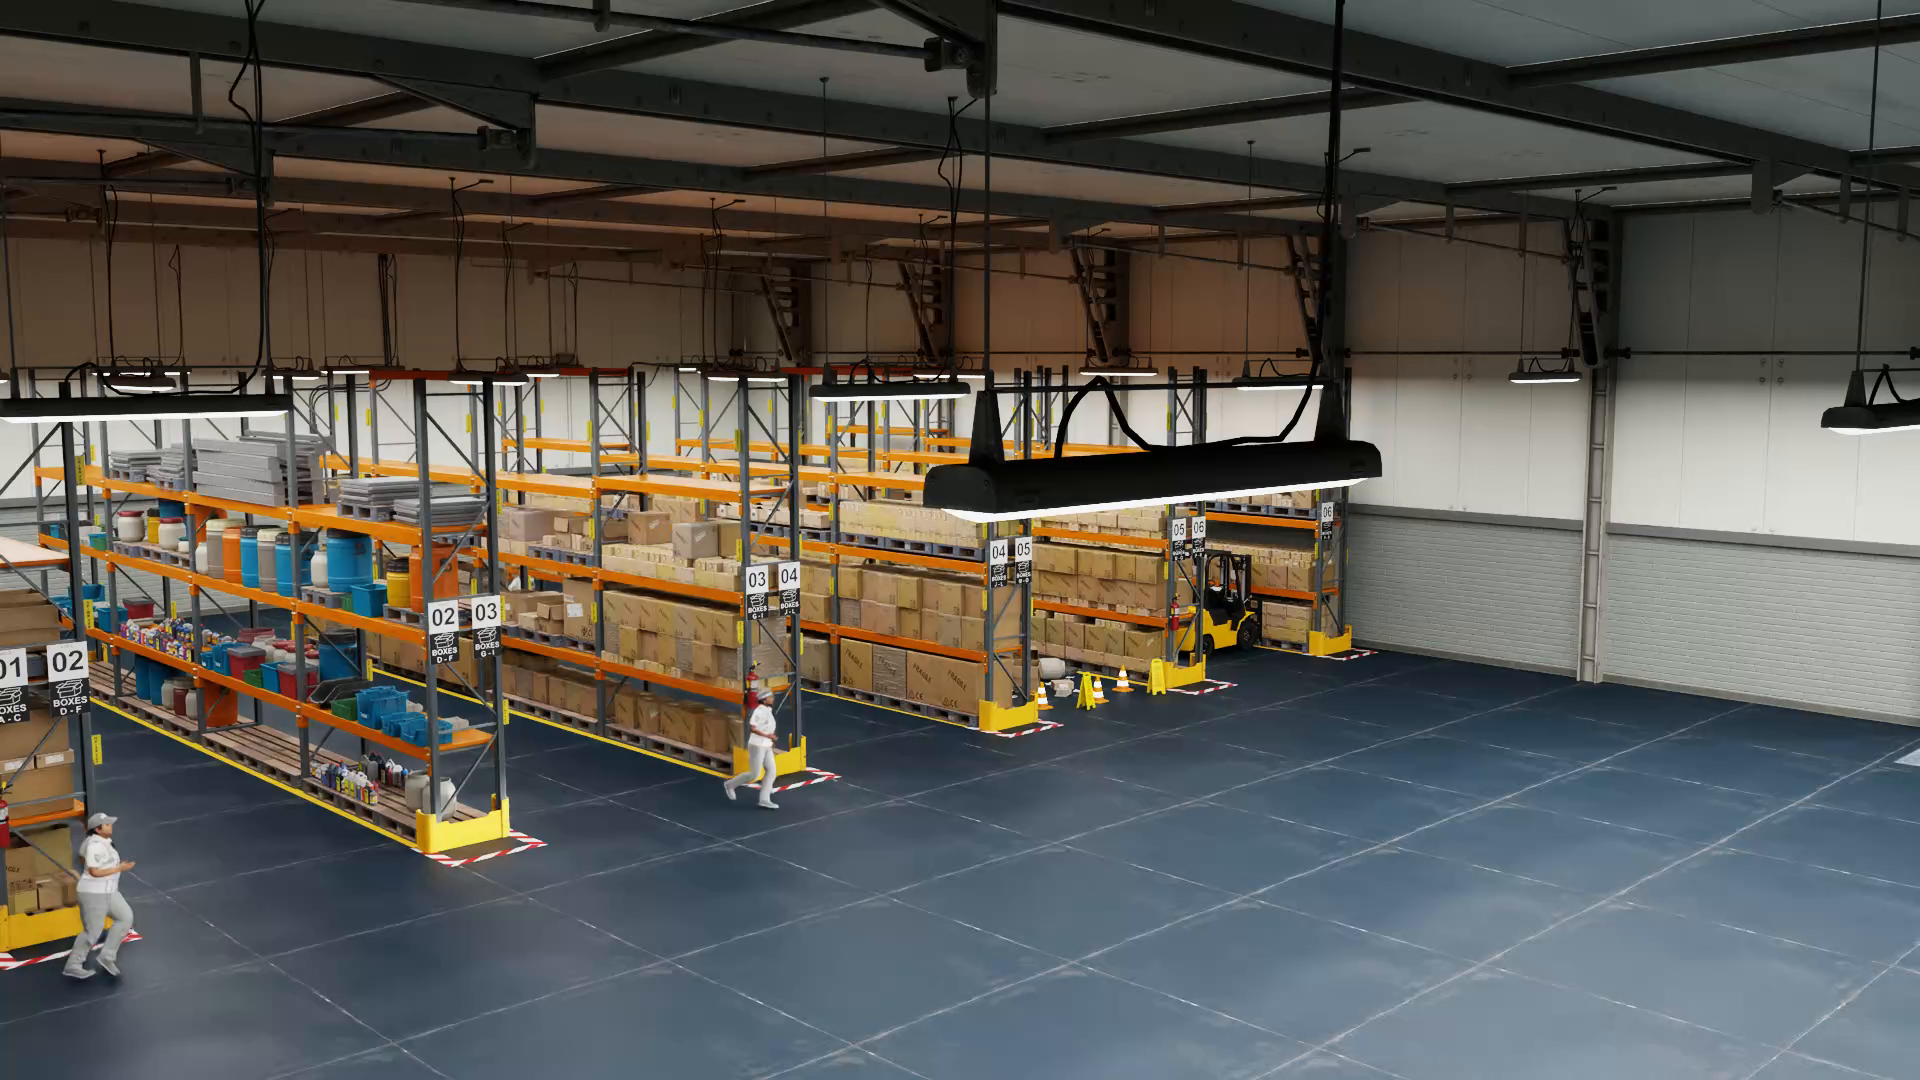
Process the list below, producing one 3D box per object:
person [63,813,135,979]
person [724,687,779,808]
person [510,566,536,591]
[{"bbox_3d":[-8.753,3.625,16.936,0.695,1.706,0.604,-2,7,-16],"label":"person"},{"bbox_3d":[-2.857,2.893,23.398,0.820,1.642,0.633,2,7,16],"label":"person"},{"bbox_3d":[-9.428,1.389,36.089,0.641,1.728,0.737,-5,8,-37],"label":"person"}]
